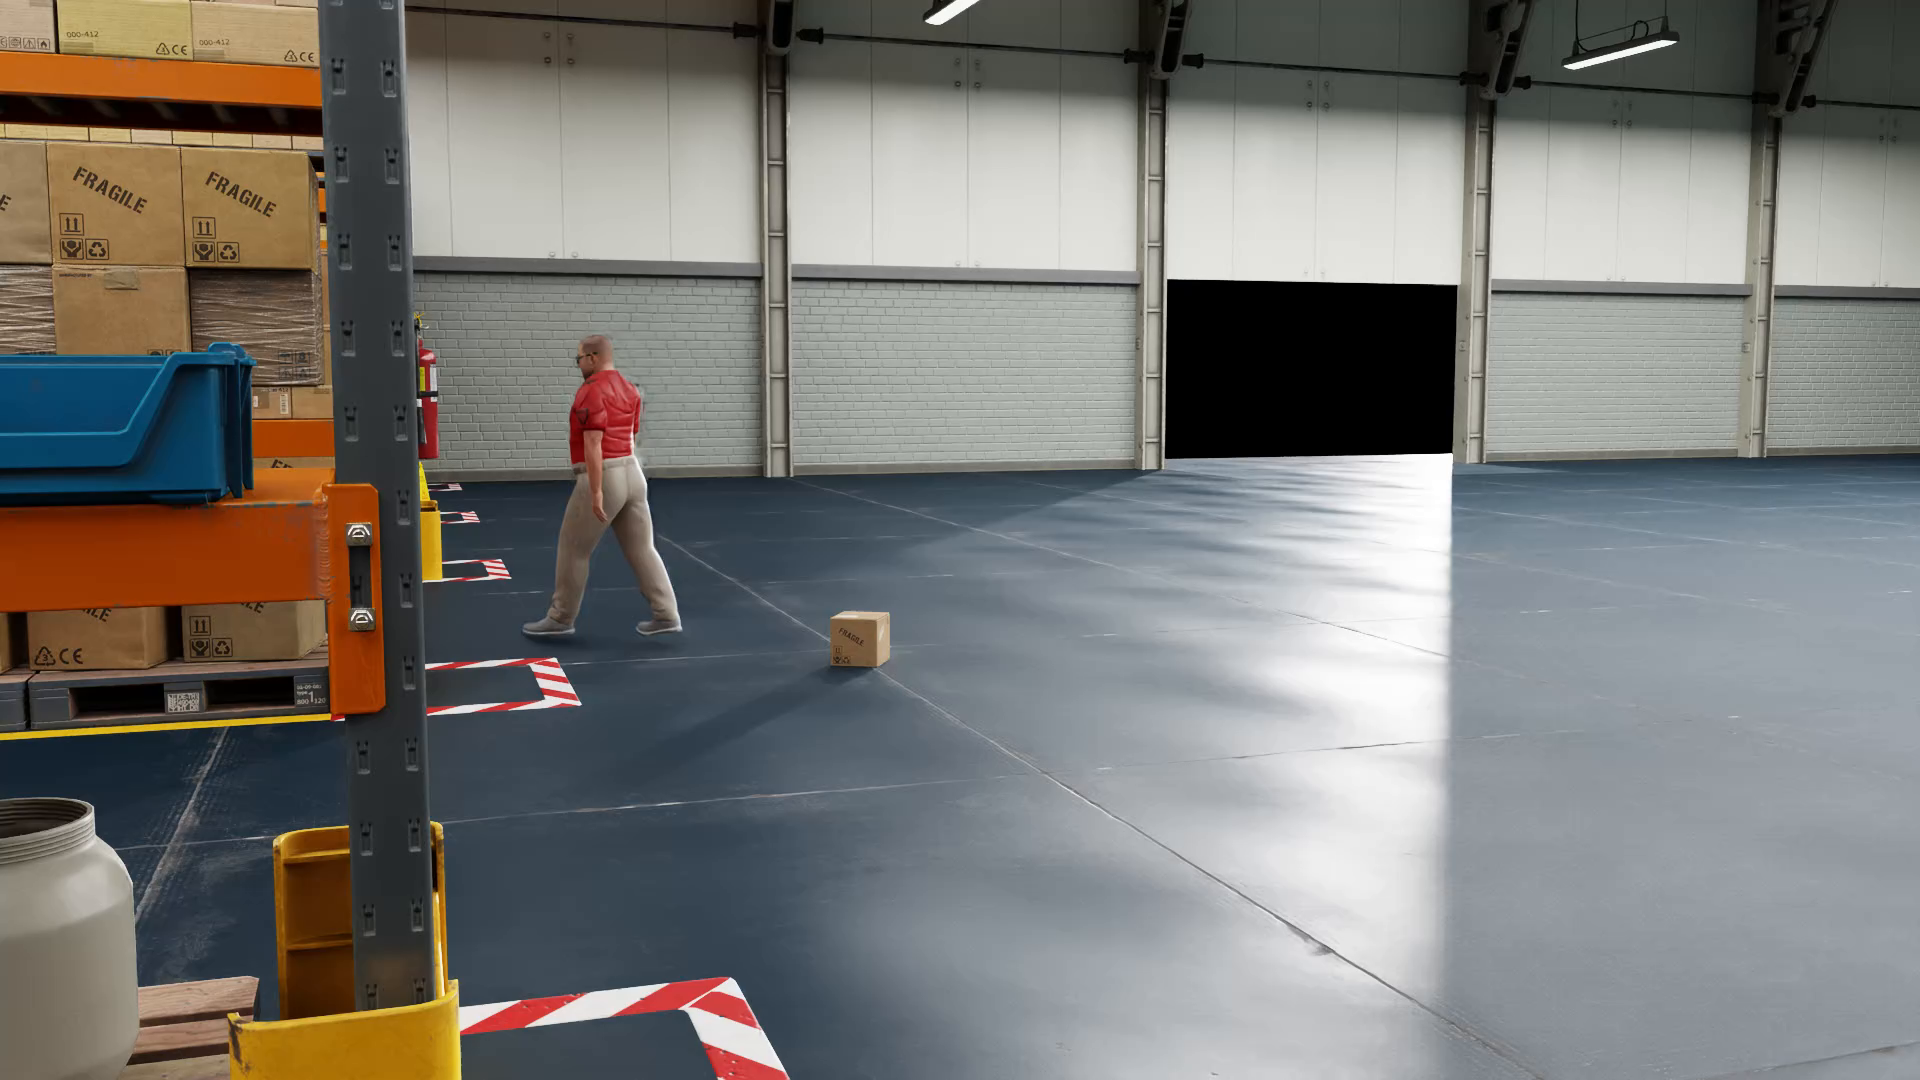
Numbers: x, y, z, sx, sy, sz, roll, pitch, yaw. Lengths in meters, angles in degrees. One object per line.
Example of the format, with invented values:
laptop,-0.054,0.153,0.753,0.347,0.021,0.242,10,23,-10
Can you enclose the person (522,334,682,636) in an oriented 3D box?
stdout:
person,-2.009,-0.293,9.247,0.971,1.685,0.558,3,6,28
